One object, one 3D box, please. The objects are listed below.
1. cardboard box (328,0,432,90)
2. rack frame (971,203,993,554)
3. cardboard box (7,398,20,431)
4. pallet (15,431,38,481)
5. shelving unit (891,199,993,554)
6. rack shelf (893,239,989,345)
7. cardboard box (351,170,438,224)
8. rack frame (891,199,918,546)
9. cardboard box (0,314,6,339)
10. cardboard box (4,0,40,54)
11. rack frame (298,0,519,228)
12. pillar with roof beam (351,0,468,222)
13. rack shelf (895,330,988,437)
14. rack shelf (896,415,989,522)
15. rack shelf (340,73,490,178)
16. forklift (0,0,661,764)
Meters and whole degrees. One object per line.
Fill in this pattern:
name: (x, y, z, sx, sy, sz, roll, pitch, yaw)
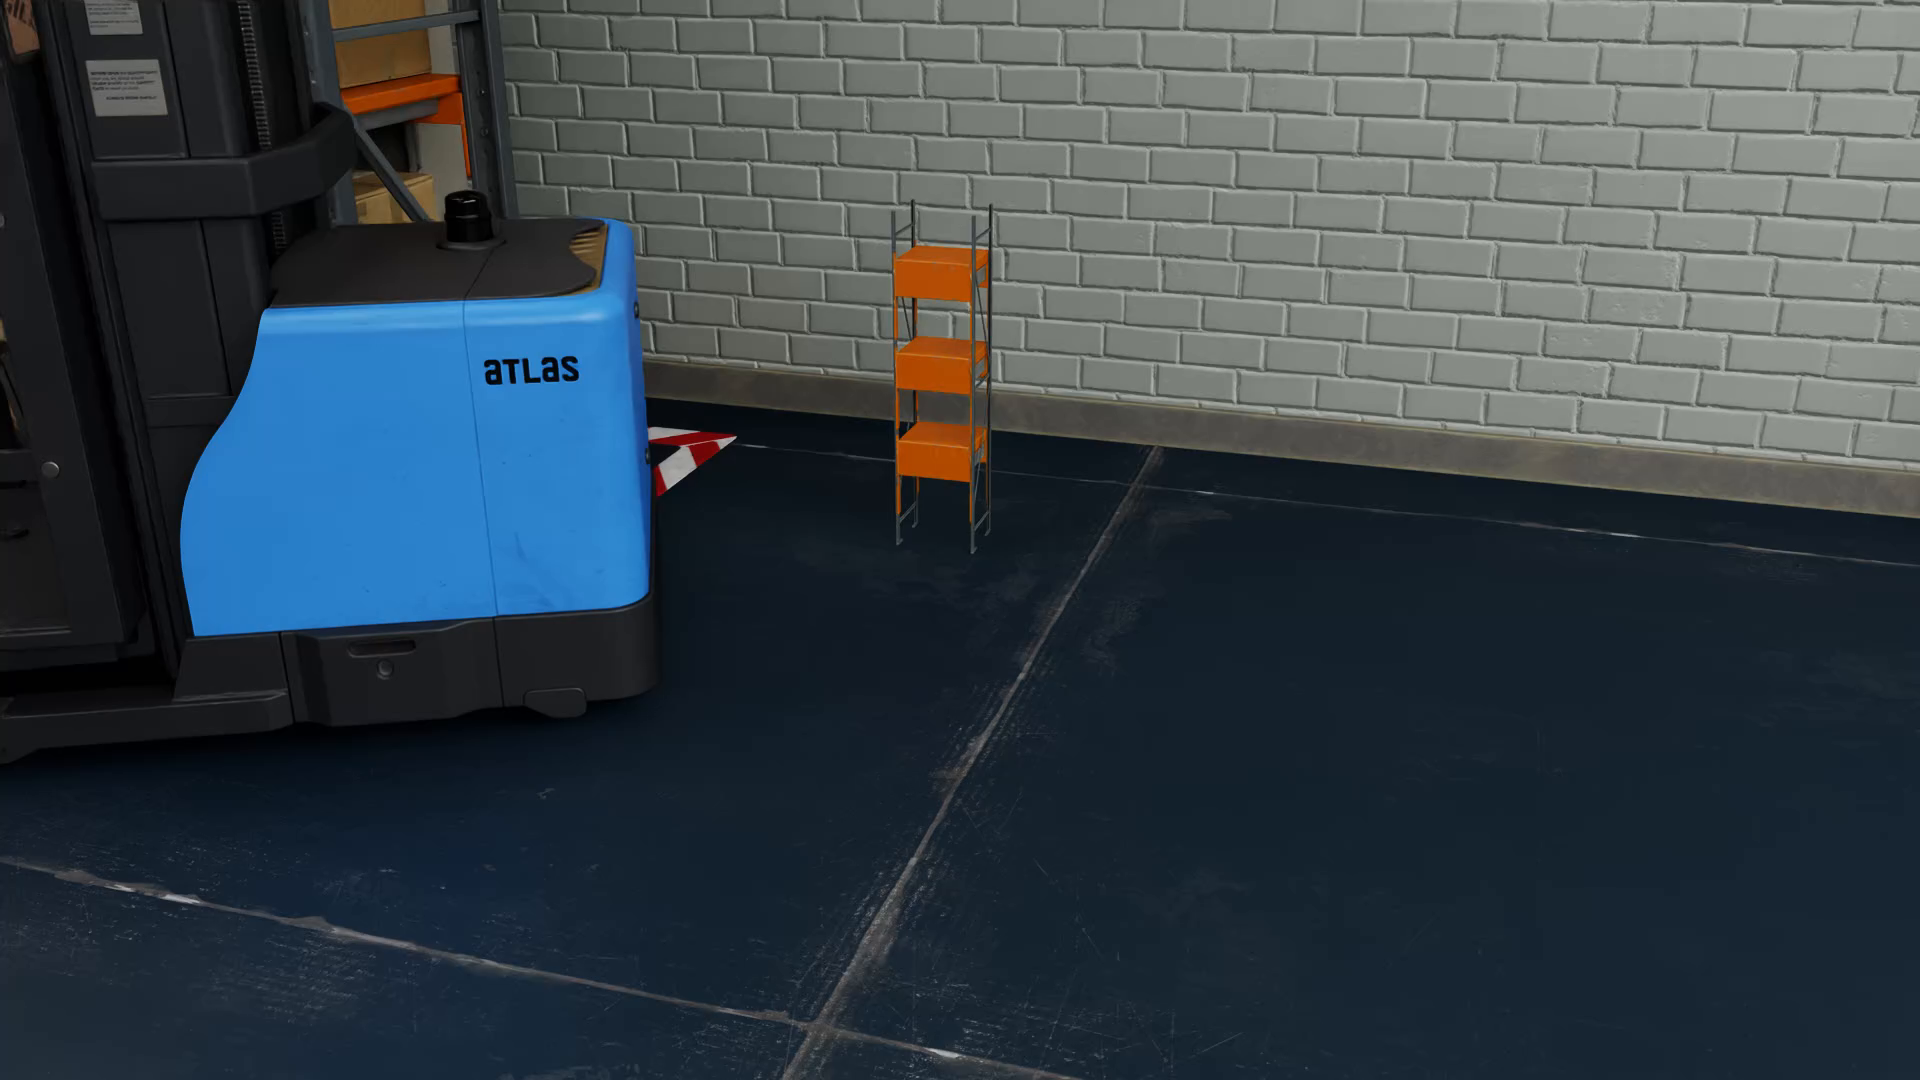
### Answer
cardboard box: (-2.170, -1.818, 5.617, 0.500, 0.500, 0.500, 7, 23, 17)
rack frame: (0.066, -0.478, 5.052, 0.008, 1.050, 0.200, 7, 23, 16)
cardboard box: (-3.267, -0.591, 5.828, 0.500, 0.250, 0.500, 7, 23, 16)
pallet: (-2.520, -0.395, 5.954, 1.213, 0.211, 1.003, 7, 23, 16)
shelving unit: (-0.051, -0.492, 5.085, 0.252, 1.050, 0.215, 7, 23, 16)
rack shelf: (-0.051, -0.744, 4.981, 0.240, 0.259, 0.215, 7, 23, 16)
cardboard box: (-2.182, -1.122, 5.806, 0.500, 0.250, 0.500, 6, 23, 15)
rack frame: (-0.168, -0.505, 5.118, 0.008, 1.050, 0.200, 7, 23, 16)
cardboard box: (-3.310, -0.817, 5.721, 0.500, 0.250, 0.500, 6, 23, 14)
cardboard box: (-2.817, -1.681, 5.284, 0.500, 0.500, 0.500, 7, 23, 17)
rack frame: (-1.776, -1.616, 5.257, 0.127, 3.000, 1.000, 7, 23, 16)
pillar with roof beam: (-3.426, -3.231, 1.290, 0.400, 9.000, 9.100, 7, 23, 16)
rack shelf: (-0.051, -0.482, 5.089, 0.240, 0.259, 0.215, 7, 23, 16)
rack shelf: (-0.051, -0.225, 5.195, 0.240, 0.259, 0.215, 7, 23, 16)
rack shelf: (-3.691, -1.502, 5.928, 4.000, 0.370, 1.077, 7, 23, 16)
forklift: (-2.325, -1.005, 3.857, 3.031, 2.935, 1.130, -4, 23, -9)
